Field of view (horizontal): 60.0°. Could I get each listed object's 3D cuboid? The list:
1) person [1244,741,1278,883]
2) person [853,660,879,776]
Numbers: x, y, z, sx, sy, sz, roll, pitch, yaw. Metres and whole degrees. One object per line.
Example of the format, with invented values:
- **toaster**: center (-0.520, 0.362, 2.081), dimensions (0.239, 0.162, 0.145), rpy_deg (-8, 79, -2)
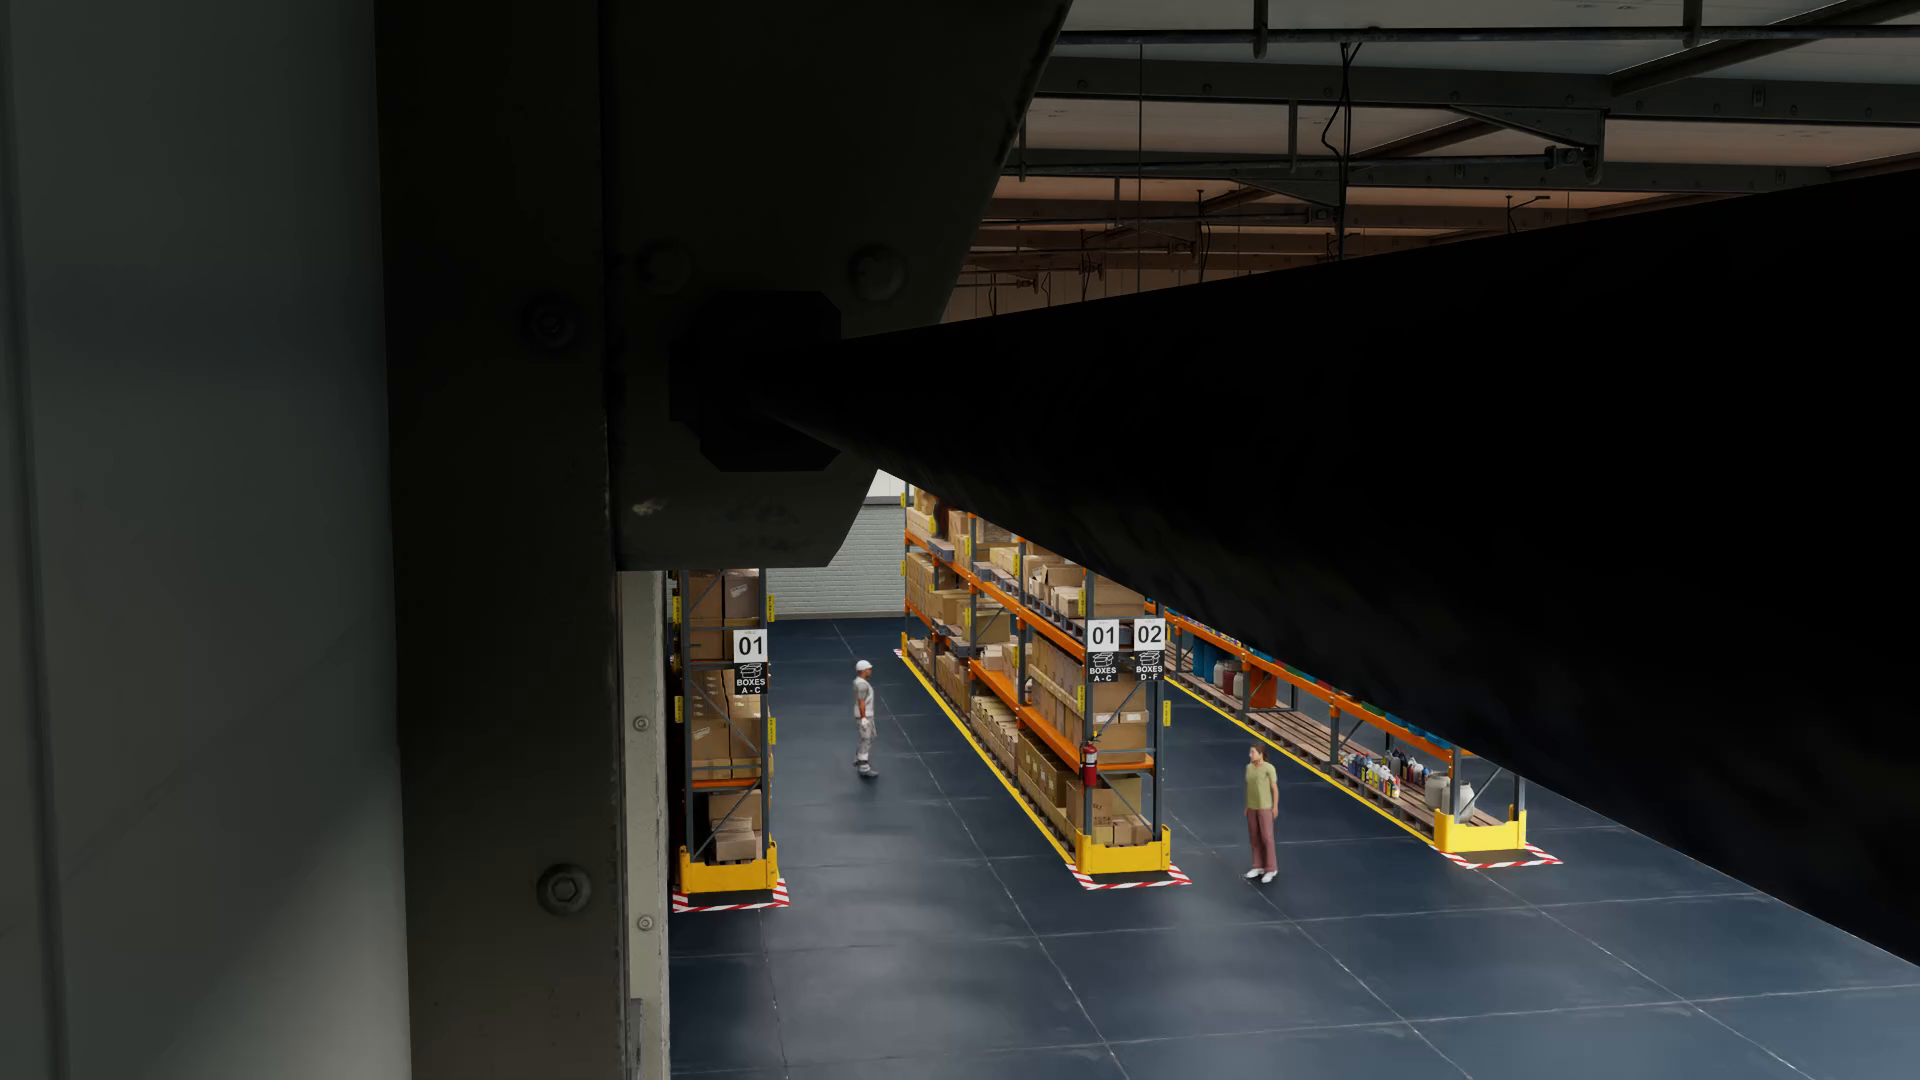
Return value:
- **person**: center (3.721, 3.368, 20.704), dimensions (0.394, 1.707, 0.512), rpy_deg (-6, 8, -44)
- **person**: center (-1.469, 2.768, 25.881), dimensions (0.403, 1.809, 0.609), rpy_deg (-1, 6, -6)
